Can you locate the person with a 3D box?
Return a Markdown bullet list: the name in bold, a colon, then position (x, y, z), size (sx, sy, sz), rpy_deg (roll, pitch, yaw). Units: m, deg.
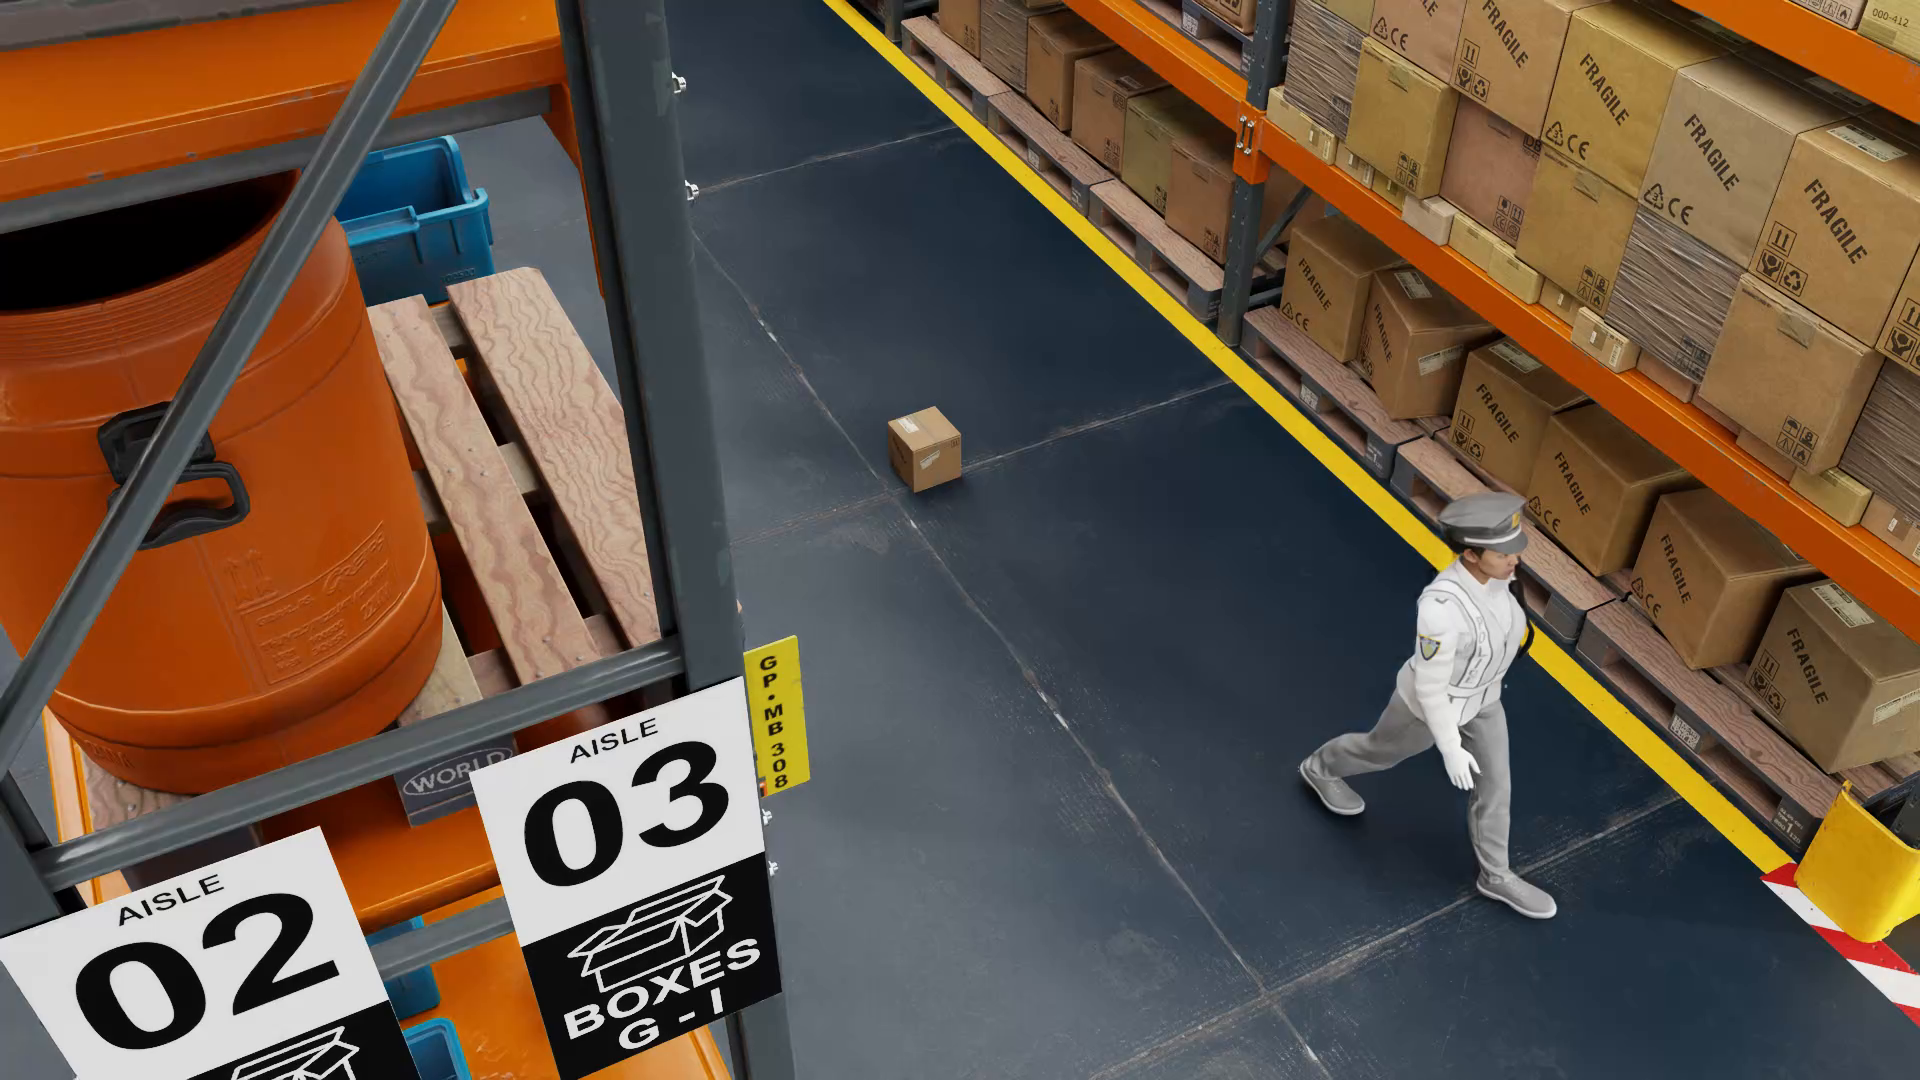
- **person**: position (1.651, 0.535, 5.528), size (0.499, 1.633, 1.018), rpy_deg (-29, 49, -29)
